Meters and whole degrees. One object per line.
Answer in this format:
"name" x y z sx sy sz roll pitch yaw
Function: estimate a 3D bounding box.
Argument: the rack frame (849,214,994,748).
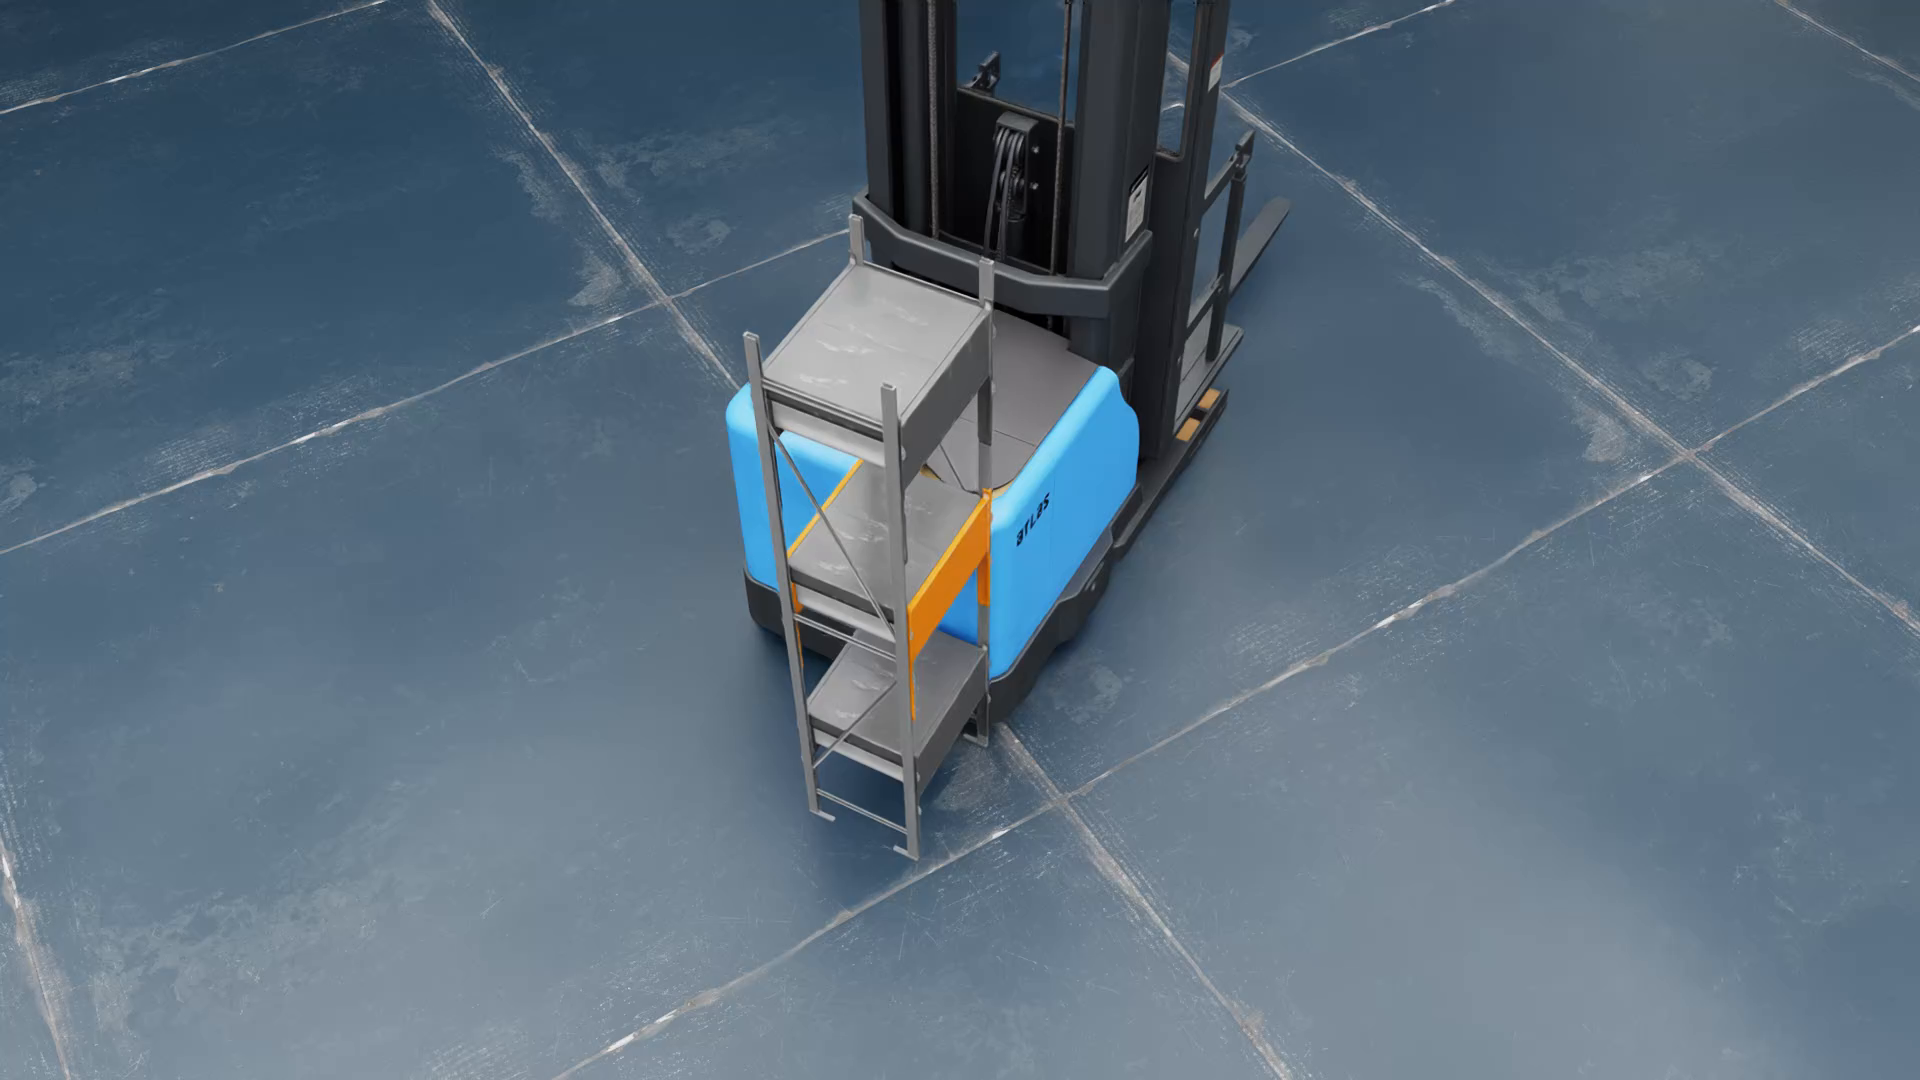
"rack frame" -0.091 -0.056 4.881 0.400 2.100 0.015 21 53 18

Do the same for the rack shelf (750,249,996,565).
"rack shelf" -0.208 -0.339 4.219 0.431 0.518 0.480 21 53 18

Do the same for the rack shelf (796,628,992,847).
"rack shelf" -0.200 0.573 5.282 0.431 0.518 0.480 21 53 18

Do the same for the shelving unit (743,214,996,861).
"shelving unit" -0.204 0.108 4.740 0.431 2.100 0.503 21 53 18

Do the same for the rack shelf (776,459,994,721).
"rack shelf" -0.204 0.117 4.751 0.431 0.518 0.480 21 53 18

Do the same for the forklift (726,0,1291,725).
"forklift" 0.411 -1.450 5.579 1.130 2.935 3.031 23 52 19

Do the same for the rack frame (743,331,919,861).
"rack frame" -0.317 0.273 4.600 0.400 2.100 0.015 21 53 18
